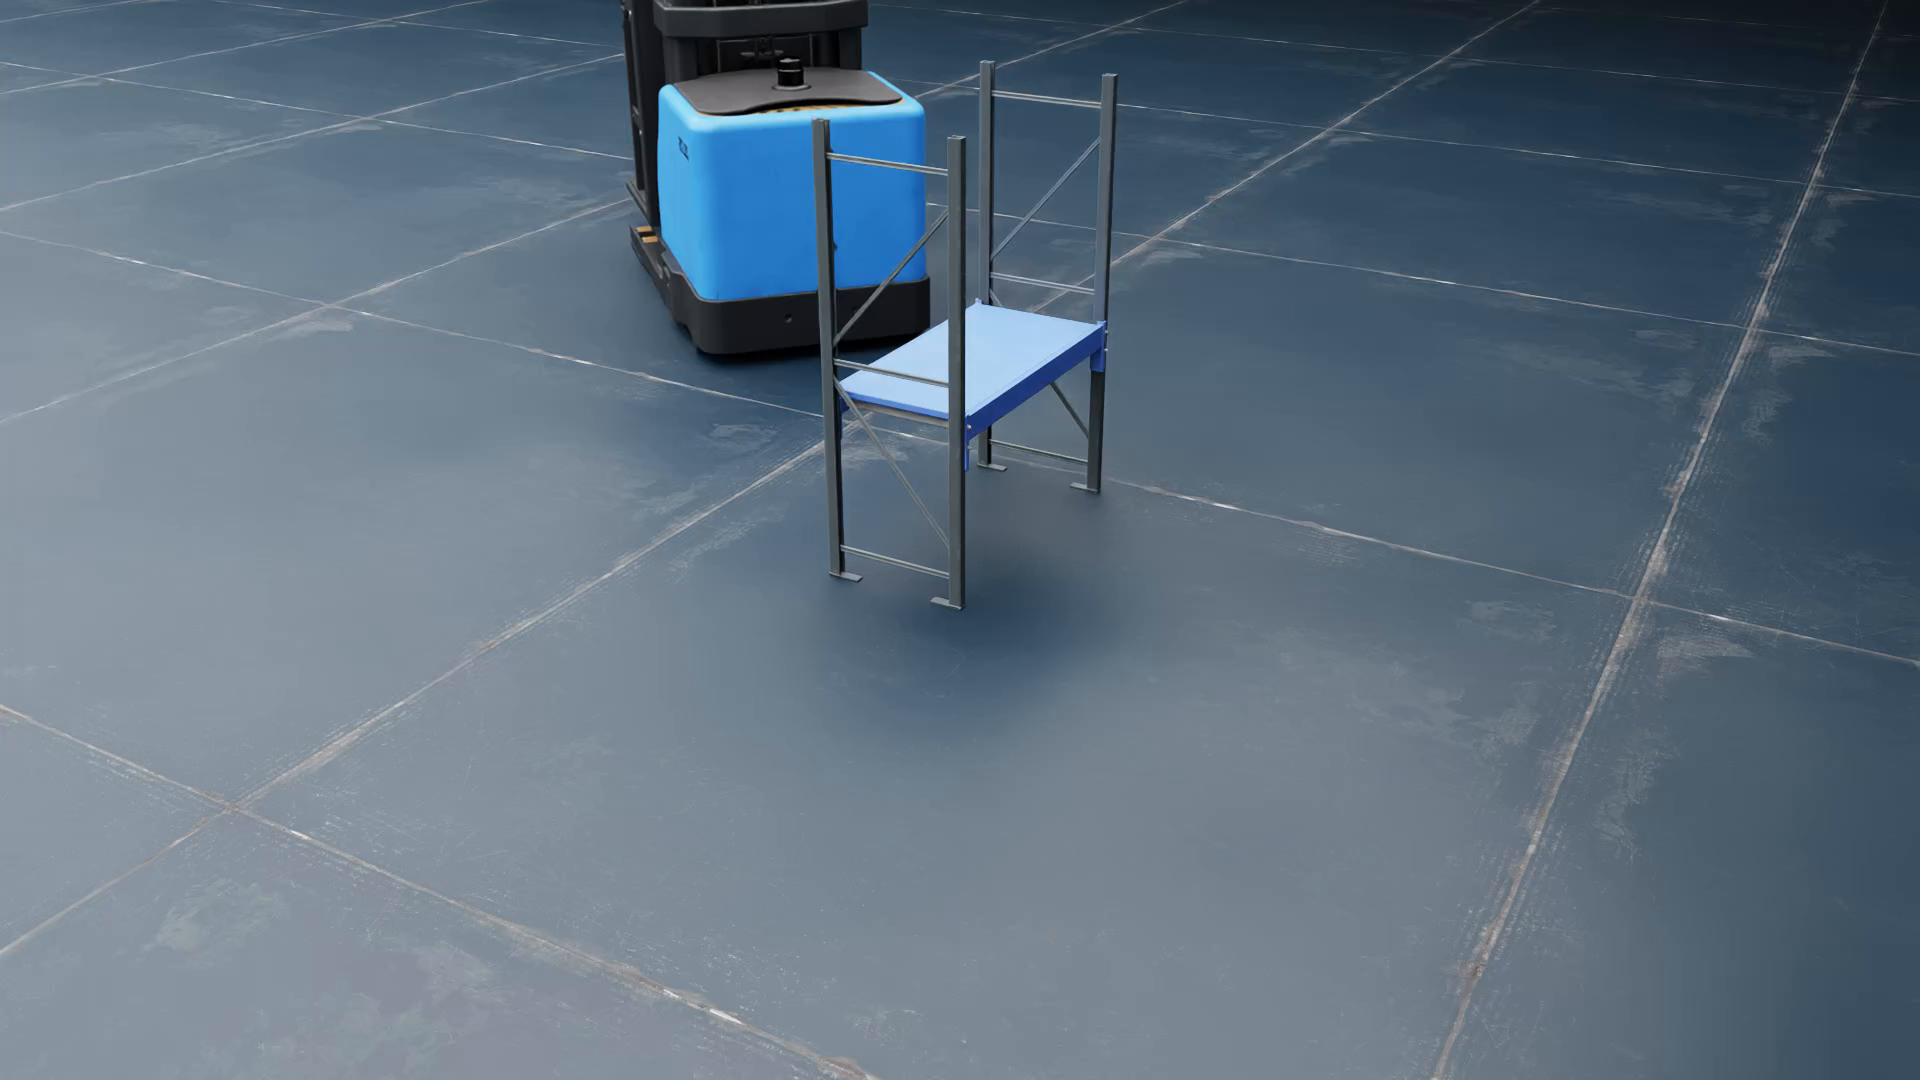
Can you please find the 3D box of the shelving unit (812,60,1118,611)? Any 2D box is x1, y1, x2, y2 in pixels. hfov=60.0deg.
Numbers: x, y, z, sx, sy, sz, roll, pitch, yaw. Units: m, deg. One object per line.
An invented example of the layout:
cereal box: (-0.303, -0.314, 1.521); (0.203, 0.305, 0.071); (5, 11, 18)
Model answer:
shelving unit: (0.042, -0.704, 5.481); (0.538, 1.500, 1.048); (14, 30, 26)

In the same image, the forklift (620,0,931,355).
forklift: (-1.086, -2.751, 7.972); (1.130, 2.935, 3.031); (-9, 28, -17)

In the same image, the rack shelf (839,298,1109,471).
rack shelf: (0.042, -0.543, 5.561); (0.538, 0.185, 1.000); (14, 30, 26)

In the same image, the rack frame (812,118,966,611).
rack frame: (-0.208, -0.506, 5.085); (0.500, 1.500, 0.032); (14, 30, 26)

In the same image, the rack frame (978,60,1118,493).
rack frame: (0.292, -0.902, 5.876); (0.500, 1.500, 0.032); (14, 30, 26)
